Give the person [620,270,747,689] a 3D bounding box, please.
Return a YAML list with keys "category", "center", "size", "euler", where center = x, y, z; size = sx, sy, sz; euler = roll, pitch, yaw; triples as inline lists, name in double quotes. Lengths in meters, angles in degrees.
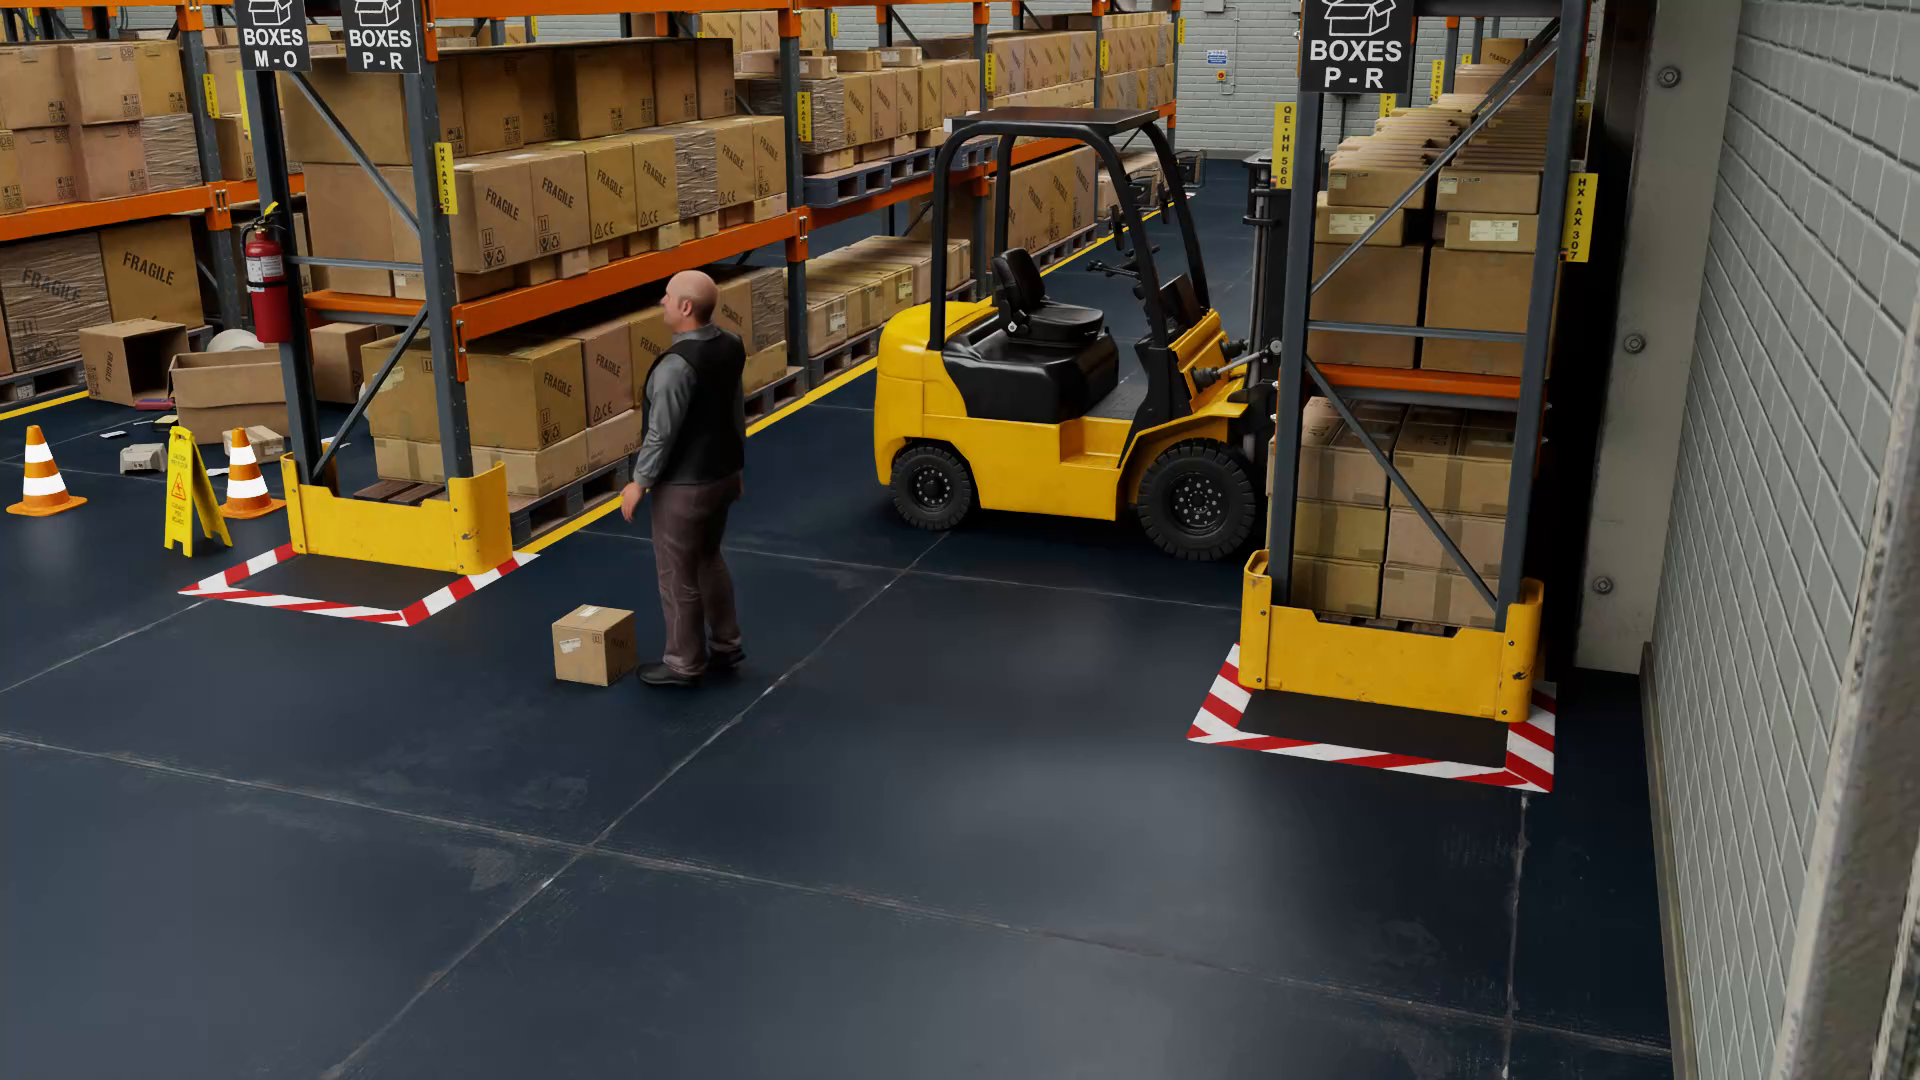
- category: "person"
  center: [-1.117, -0.203, 6.721]
  size: [0.461, 1.790, 0.578]
  euler: [8, 20, 23]
